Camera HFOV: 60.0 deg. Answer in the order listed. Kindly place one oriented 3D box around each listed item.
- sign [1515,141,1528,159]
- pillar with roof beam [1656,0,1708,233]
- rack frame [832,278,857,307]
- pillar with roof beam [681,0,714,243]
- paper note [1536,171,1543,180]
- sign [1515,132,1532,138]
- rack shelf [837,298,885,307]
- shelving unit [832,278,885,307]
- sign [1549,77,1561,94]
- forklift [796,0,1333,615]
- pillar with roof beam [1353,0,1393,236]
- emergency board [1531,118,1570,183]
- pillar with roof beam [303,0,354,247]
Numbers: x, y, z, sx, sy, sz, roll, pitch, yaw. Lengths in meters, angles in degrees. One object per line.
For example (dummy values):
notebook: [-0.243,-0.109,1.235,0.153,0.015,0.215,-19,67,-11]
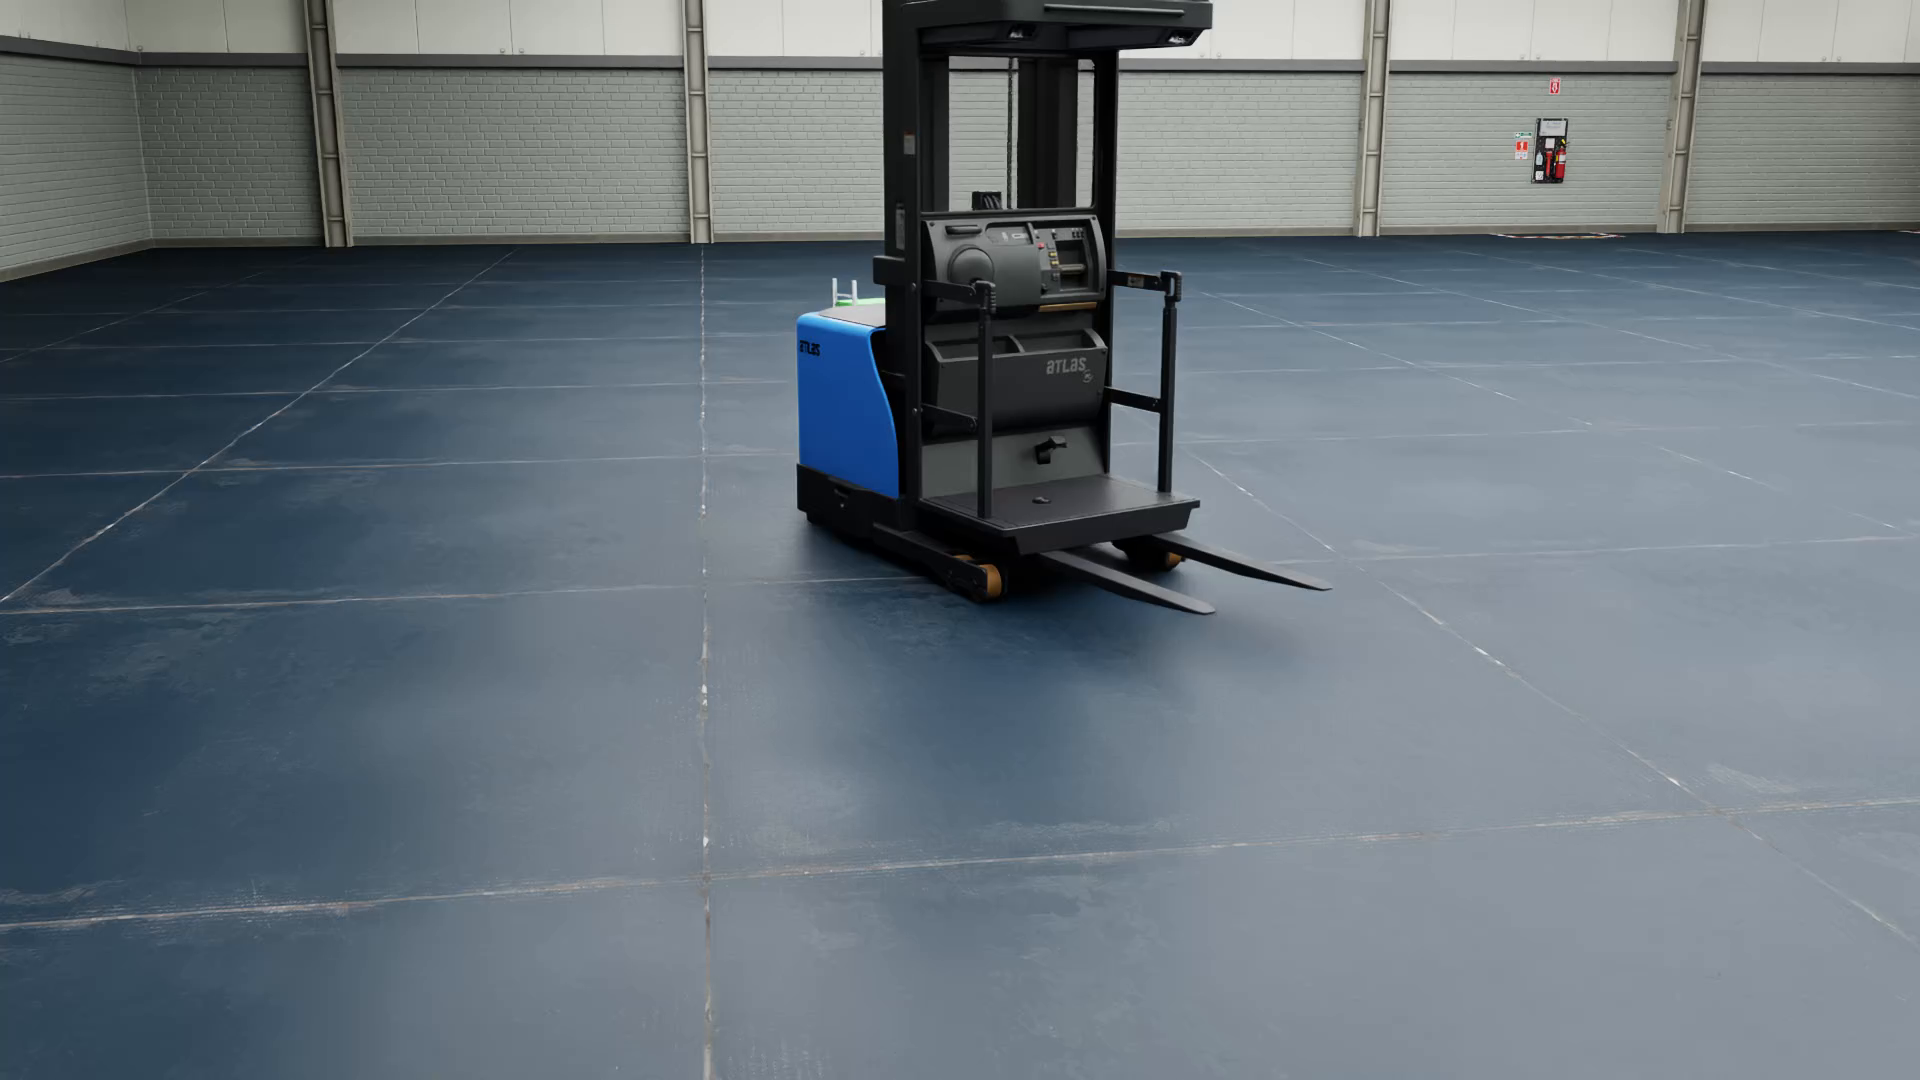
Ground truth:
sign: [10.344,-7.182,30.619,0.234,0.329,0.001,-2,14,-8]
pillar with roof beam: [13.997,-9.114,26.066,0.400,9.000,9.100,-2,14,-8]
rack frame: [-0.599,-0.782,8.858,0.015,1.200,0.240,-9,15,-31]
pillar with roof beam: [-3.803,-8.462,23.465,0.400,9.000,9.100,-2,14,-8]
paper note: [10.721,-6.743,30.752,0.142,0.148,0.016,-2,14,-8]
sign: [10.350,-7.437,30.547,0.331,0.109,0.001,-2,14,-8]
rack shelf: [-0.399,-1.220,8.892,0.480,0.148,0.258,-9,15,-31]
shelving unit: [-0.392,-0.814,8.983,0.503,1.200,0.258,-9,15,-31]
sign: [10.883,-8.308,30.417,0.199,0.298,0.001,-2,14,-8]
forklift: [0.378,-1.285,7.319,1.130,2.935,3.031,-9,17,-31]
pillar with roof beam: [8.063,-8.897,25.199,0.400,9.000,9.100,-2,14,-8]
emergency board: [10.906,-7.160,30.604,0.643,1.169,0.194,-2,14,-8]
pillar with roof beam: [-9.736,-8.245,22.598,0.400,9.000,9.100,-2,14,-8]
